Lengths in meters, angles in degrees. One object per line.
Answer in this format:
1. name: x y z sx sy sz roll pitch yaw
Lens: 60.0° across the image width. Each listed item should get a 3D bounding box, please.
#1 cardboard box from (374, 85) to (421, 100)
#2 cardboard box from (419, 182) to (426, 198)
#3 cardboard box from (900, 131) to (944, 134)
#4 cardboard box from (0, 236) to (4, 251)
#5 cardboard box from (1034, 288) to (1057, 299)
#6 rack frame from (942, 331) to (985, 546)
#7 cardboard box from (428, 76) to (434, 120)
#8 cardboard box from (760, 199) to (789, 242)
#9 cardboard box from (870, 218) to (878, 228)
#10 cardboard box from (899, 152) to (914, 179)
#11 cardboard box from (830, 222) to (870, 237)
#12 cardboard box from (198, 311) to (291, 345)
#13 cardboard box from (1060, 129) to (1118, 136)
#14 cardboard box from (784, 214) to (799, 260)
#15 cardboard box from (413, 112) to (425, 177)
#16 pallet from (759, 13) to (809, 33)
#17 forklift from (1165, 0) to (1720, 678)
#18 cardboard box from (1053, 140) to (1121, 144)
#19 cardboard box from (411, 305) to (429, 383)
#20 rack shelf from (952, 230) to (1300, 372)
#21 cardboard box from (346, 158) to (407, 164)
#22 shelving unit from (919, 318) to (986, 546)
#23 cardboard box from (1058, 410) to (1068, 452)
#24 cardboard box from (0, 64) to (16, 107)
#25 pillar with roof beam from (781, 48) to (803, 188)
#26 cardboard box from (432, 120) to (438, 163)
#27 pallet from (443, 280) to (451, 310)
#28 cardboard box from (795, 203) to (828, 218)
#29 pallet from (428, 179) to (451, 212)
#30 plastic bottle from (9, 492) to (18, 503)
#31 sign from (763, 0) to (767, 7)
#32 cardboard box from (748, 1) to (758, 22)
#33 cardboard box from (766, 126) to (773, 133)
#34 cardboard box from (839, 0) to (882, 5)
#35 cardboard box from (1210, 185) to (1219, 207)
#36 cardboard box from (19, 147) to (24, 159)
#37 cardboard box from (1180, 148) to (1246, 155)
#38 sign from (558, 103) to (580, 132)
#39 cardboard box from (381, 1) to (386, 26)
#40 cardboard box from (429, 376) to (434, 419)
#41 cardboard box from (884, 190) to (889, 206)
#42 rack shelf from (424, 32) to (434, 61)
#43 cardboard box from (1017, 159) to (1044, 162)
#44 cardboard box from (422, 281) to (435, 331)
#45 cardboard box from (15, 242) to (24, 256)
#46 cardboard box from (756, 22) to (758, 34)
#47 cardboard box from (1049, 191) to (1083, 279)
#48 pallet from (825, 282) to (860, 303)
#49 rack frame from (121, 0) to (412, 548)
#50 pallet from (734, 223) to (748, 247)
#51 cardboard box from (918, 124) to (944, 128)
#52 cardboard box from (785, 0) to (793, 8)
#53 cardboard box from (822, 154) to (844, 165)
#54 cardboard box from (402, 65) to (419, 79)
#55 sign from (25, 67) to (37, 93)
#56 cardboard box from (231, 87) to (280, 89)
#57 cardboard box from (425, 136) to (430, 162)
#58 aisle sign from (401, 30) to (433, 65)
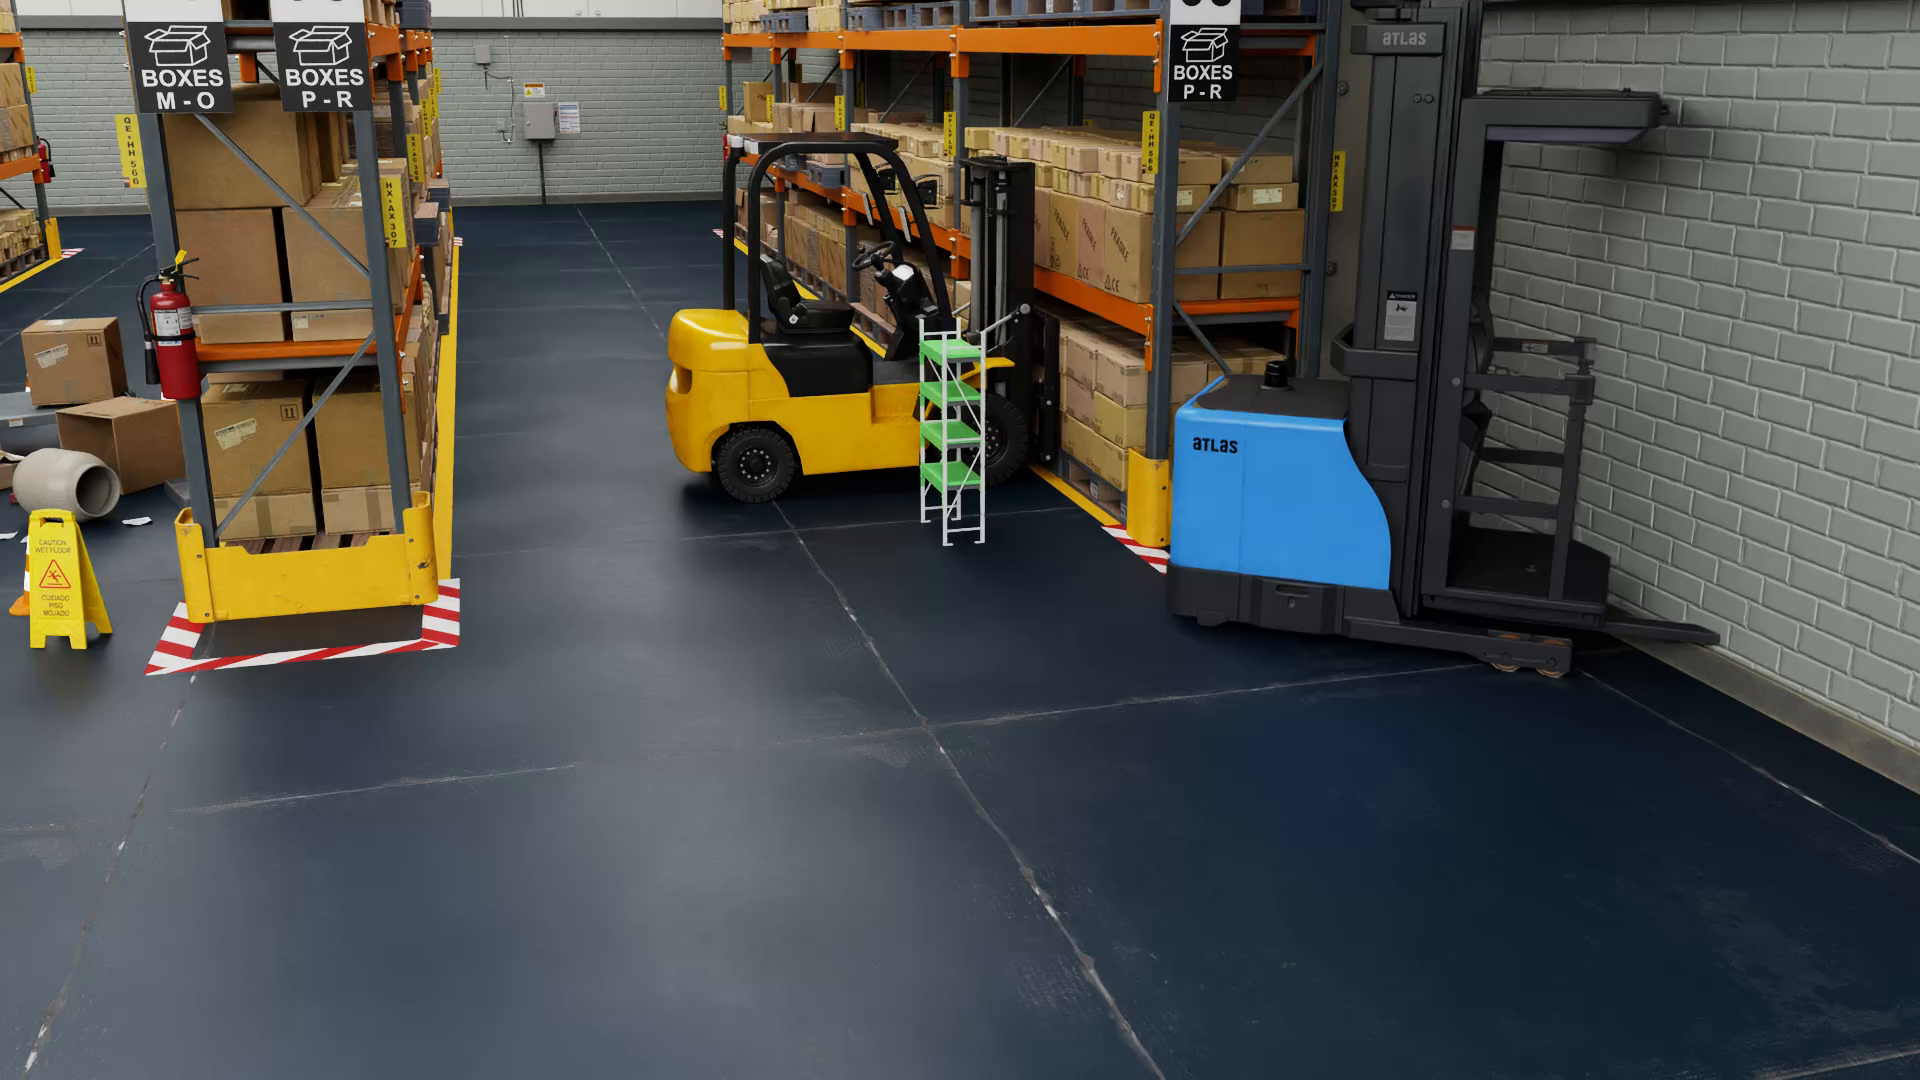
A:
1. cardboard box: -5.470 -4.131 16.079 0.500 0.500 0.500 -5 17 -15
2. cardboard box: -4.504 -2.827 13.357 0.380 0.149 0.250 -4 17 -13
3. cardboard box: -0.319 -3.532 14.696 0.380 0.149 0.250 -5 17 -15
4. cardboard box: -11.437 -3.458 19.459 0.380 0.149 0.250 -5 17 -16
5. cardboard box: 0.409 -1.661 12.081 0.500 0.250 0.500 -5 17 -15
6. rack frame: 0.022 -0.553 9.207 0.240 1.200 0.015 -5 17 -15
7. cardboard box: -6.684 -5.379 20.234 0.500 0.500 0.500 -4 17 -14
8. cardboard box: -2.291 -4.219 21.899 0.700 0.500 0.500 -5 18 -17
9. cardboard box: -0.792 -3.478 18.305 0.380 0.149 0.250 -5 17 -16
10. cardboard box: -0.217 -3.166 14.170 0.500 0.250 0.500 -4 17 -14
11. cardboard box: -1.166 -3.286 17.666 0.380 0.149 0.250 -5 18 -17
12. cardboard box: -3.534 -1.066 8.222 0.380 0.149 0.250 -4 17 -13
13. cardboard box: 0.940 -2.891 12.044 0.380 0.149 0.250 -5 17 -16
14. cardboard box: -1.835 -3.664 20.052 0.500 0.500 0.500 -4 17 -13
15. cardboard box: -4.590 -3.167 13.361 0.500 0.500 0.500 -5 18 -18
16. pallet: -1.640 -5.973 19.234 1.213 0.211 1.003 -5 17 -15
17. forklift: 2.569 -0.964 7.566 3.031 2.935 1.130 7 18 21
18. cardboard box: 0.818 -2.500 10.743 0.380 0.149 0.250 -4 17 -14
19. cardboard box: -3.904 -1.307 11.334 0.500 0.500 0.500 -5 17 -16
20. rack shelf: 0.997 -1.701 11.153 1.077 0.370 4.000 -5 17 -15
21. cardboard box: -3.963 -2.293 11.180 0.500 0.500 0.500 -5 17 -17
22. shelving unit: -0.046 -0.620 9.432 0.258 1.200 0.503 -5 17 -15
23. cardboard box: 0.857 -0.759 10.816 0.500 0.250 0.500 -5 17 -15
24. cardboard box: -11.850 -5.528 20.212 0.500 0.500 0.500 -5 18 -17
25. pillar with roof beam: -6.864 -9.268 24.665 9.100 9.000 0.400 -5 17 -15
26. cardboard box: -6.535 -4.757 19.899 0.500 0.500 0.500 -5 17 -15
27. pallet: -5.900 -2.538 17.533 1.003 0.211 1.213 -5 17 -15
28. cardboard box: -1.758 -3.936 19.829 0.380 0.149 0.250 -5 17 -17
29. pallet: -5.126 -3.032 14.664 1.213 0.211 1.003 -5 17 -15
30. plastic bottle: -5.773 -0.293 10.322 0.133 0.061 0.283 -2 17 -6
31. sign: -2.271 -6.451 19.602 0.100 0.325 0.005 -5 17 -15
32. cardboard box: -2.408 -6.719 21.134 0.500 0.250 0.500 -4 17 -14
33. cardboard box: -2.126 -5.004 20.641 0.500 0.250 0.500 -4 17 -14
34. cardboard box: -0.981 -5.340 16.370 0.380 0.149 0.250 -4 17 -14
35. cardboard box: 1.573 -2.029 9.691 0.380 0.149 0.250 -5 17 -15
36. cardboard box: -11.960 -4.846 20.807 0.380 0.149 0.250 -5 17 -15
37. cardboard box: 1.534 -2.251 9.912 0.380 0.149 0.250 -4 17 -14
38. sign: -6.717 -7.259 28.571 0.329 0.494 0.001 -5 17 -15
39. cardboard box: -3.675 -3.173 10.024 0.380 0.149 0.250 -4 17 -14
40. cardboard box: -3.904 -0.948 11.443 0.500 0.250 0.500 -4 17 -13
41. cardboard box: -0.484 -3.210 15.186 0.500 0.250 0.500 -5 18 -17
42. rack shelf: -7.073 -6.064 20.462 1.077 0.370 4.000 -5 17 -15
43. cardboard box: 0.606 -2.492 11.234 0.380 0.149 0.250 -5 18 -17
44. cardboard box: -5.278 -2.098 15.059 0.950 0.372 0.625 -6 18 -19
45. cardboard box: -11.640 -3.537 20.237 0.380 0.149 0.250 -6 18 -18
46. cardboard box: -2.372 -6.492 21.073 0.380 0.149 0.250 -4 17 -13
47. cardboard box: 0.884 -1.942 10.529 0.500 0.500 0.500 -5 17 -16
48. pallet: -0.821 -2.580 17.673 1.003 0.211 1.213 -5 17 -15
49. rack frame: -3.225 -1.099 7.898 1.000 3.000 0.127 -5 17 -15
50. pallet: -2.610 -4.341 23.539 1.003 0.211 1.213 -5 17 -15
51. cardboard box: -0.189 -3.927 16.009 0.380 0.149 0.250 -4 17 -14
52. cardboard box: -1.708 -5.910 18.232 0.380 0.149 0.250 -4 17 -14
53. cardboard box: -1.202 -3.938 17.054 0.380 0.149 0.250 -4 17 -14
54. cardboard box: -6.360 -5.364 19.055 0.380 0.149 0.250 -5 17 -16
55. sign: -11.815 -5.850 21.151 0.100 0.325 0.005 -5 17 -15
56. cardboard box: -4.181 -2.452 9.972 0.700 0.500 0.500 -5 17 -16
57. cardboard box: -5.592 -3.921 16.684 0.500 0.250 0.500 -5 17 -15
58. aisle sign: -7.344 -6.815 22.405 0.394 0.787 0.004 -5 17 -15
